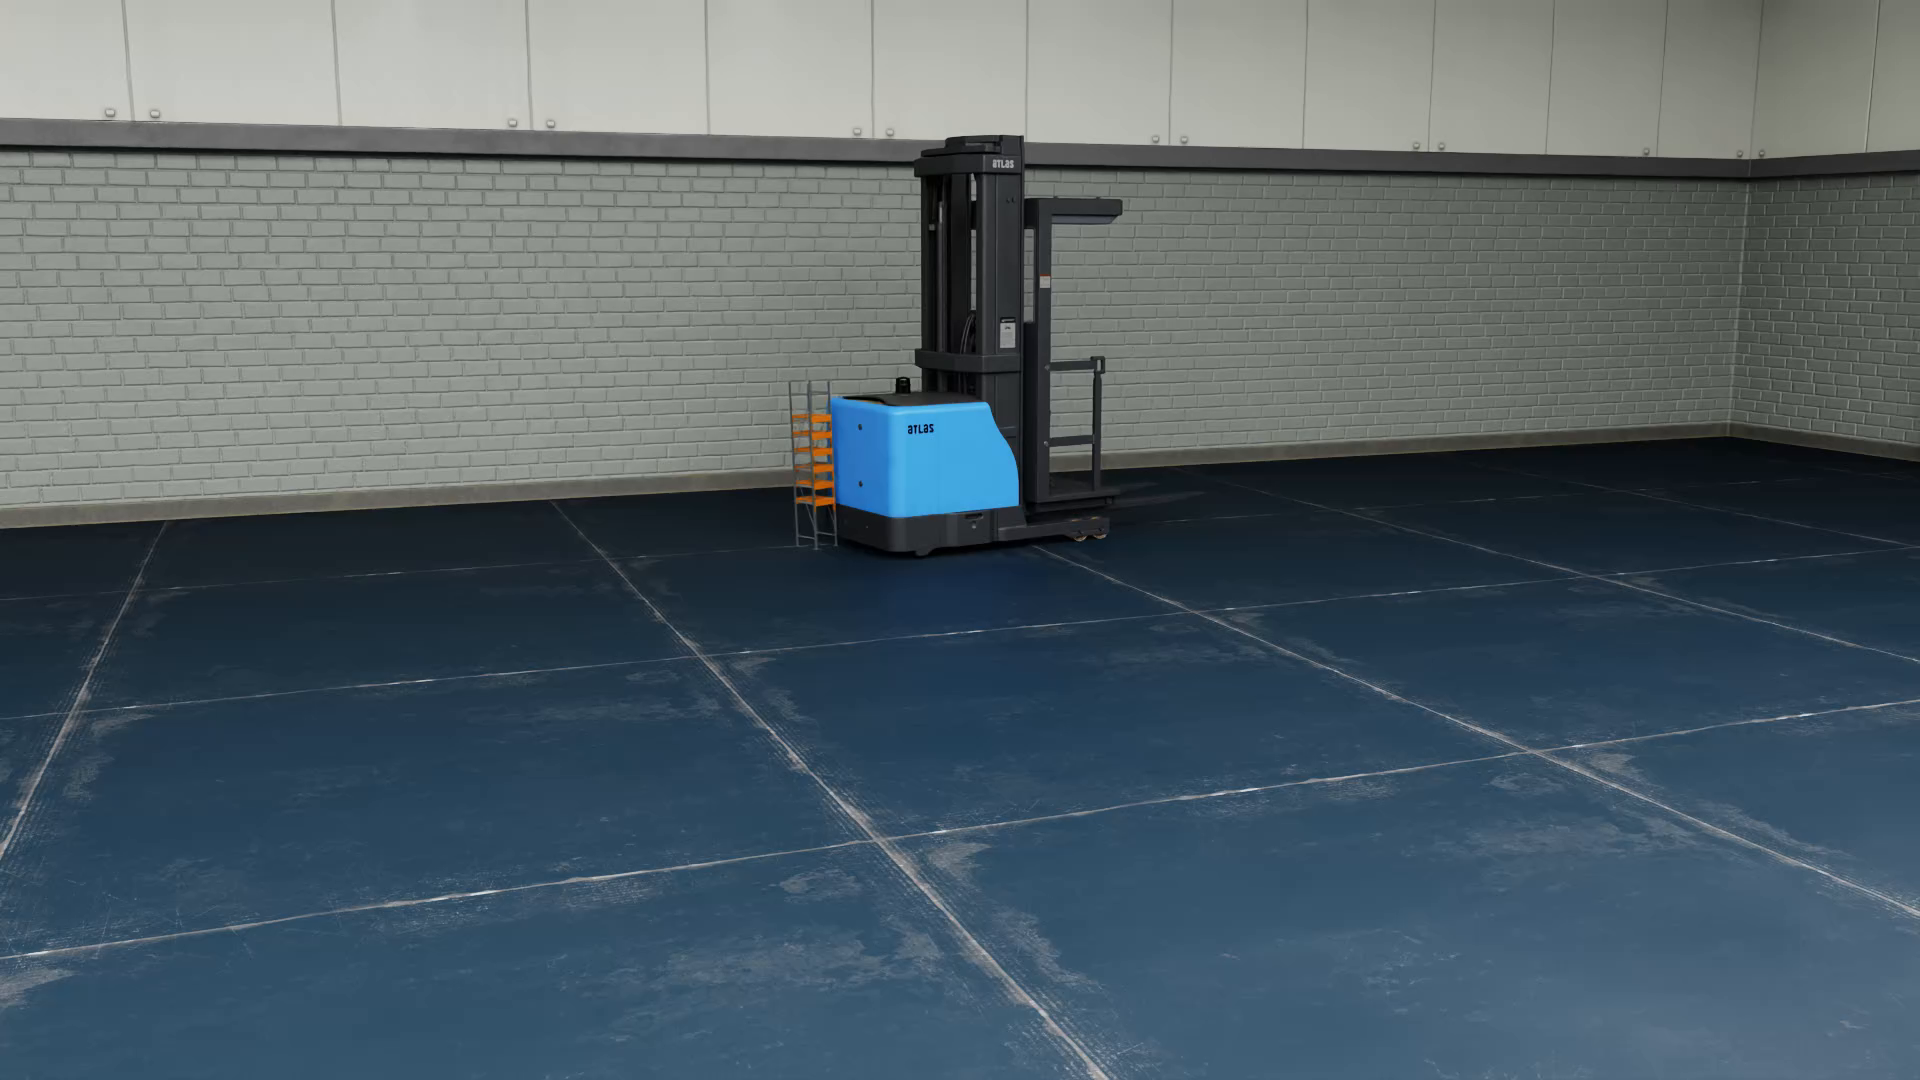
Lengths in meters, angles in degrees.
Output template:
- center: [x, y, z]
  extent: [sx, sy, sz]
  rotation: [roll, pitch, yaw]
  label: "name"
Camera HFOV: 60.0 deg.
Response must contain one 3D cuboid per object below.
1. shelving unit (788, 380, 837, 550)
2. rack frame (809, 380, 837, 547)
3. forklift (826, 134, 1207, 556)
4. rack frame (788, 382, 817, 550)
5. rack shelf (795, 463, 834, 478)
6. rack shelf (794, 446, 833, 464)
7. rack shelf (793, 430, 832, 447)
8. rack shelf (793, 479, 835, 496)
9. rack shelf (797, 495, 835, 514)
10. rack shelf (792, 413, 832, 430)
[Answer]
- center: [-1.062, -0.544, 12.019]
  extent: [0.189, 1.200, 0.258]
  rotation: [-10, 13, -41]
  label: "shelving unit"
- center: [-0.995, -0.556, 12.079]
  extent: [0.006, 1.200, 0.240]
  rotation: [-10, 13, -41]
  label: "rack frame"
- center: [0.524, -1.503, 12.501]
  extent: [3.031, 2.935, 1.130]
  rotation: [-7, 12, -33]
  label: "forklift"
- center: [-1.130, -0.531, 11.959]
  extent: [0.006, 1.200, 0.240]
  rotation: [-10, 13, -41]
  label: "rack frame"
- center: [-1.061, -0.500, 12.026]
  extent: [0.180, 0.103, 0.258]
  rotation: [-10, 13, -41]
  label: "rack shelf"
- center: [-1.065, -0.618, 12.006]
  extent: [0.180, 0.103, 0.258]
  rotation: [-10, 13, -41]
  label: "rack shelf"
- center: [-1.069, -0.736, 11.986]
  extent: [0.180, 0.103, 0.258]
  rotation: [-10, 13, -41]
  label: "rack shelf"
- center: [-1.057, -0.382, 12.046]
  extent: [0.180, 0.103, 0.258]
  rotation: [-10, 13, -41]
  label: "rack shelf"
- center: [-1.053, -0.263, 12.066]
  extent: [0.180, 0.103, 0.258]
  rotation: [-10, 13, -41]
  label: "rack shelf"
- center: [-1.073, -0.855, 11.966]
  extent: [0.180, 0.103, 0.258]
  rotation: [-10, 13, -41]
  label: "rack shelf"
